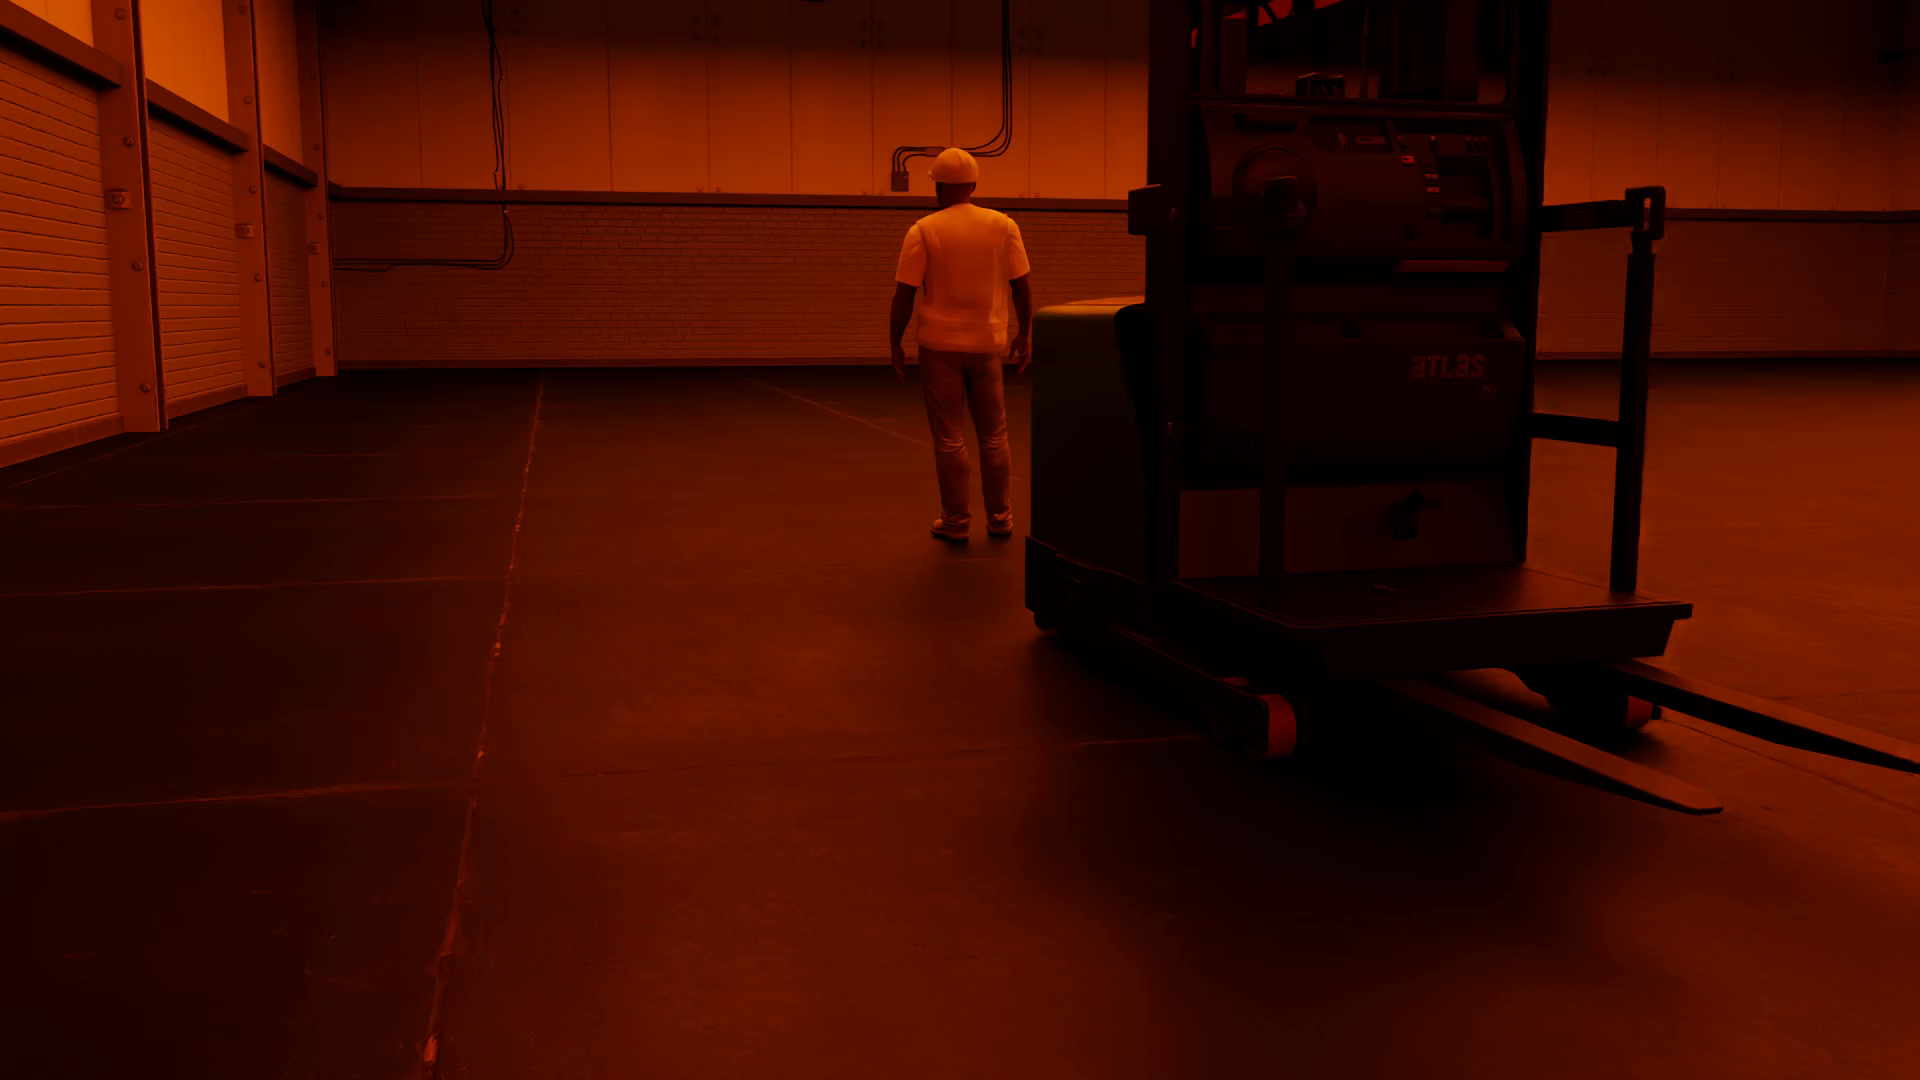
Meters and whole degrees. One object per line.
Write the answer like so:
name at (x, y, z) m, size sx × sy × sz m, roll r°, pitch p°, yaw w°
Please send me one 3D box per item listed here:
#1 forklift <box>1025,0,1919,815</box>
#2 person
forklift at (1.131, -0.985, 4.176) m, size 1.130 × 2.935 × 3.031 m, roll -2°, pitch 8°, yaw -17°
person at (-0.012, -0.891, 7.652) m, size 0.666 × 1.768 × 0.575 m, roll -2°, pitch 8°, yaw -13°
